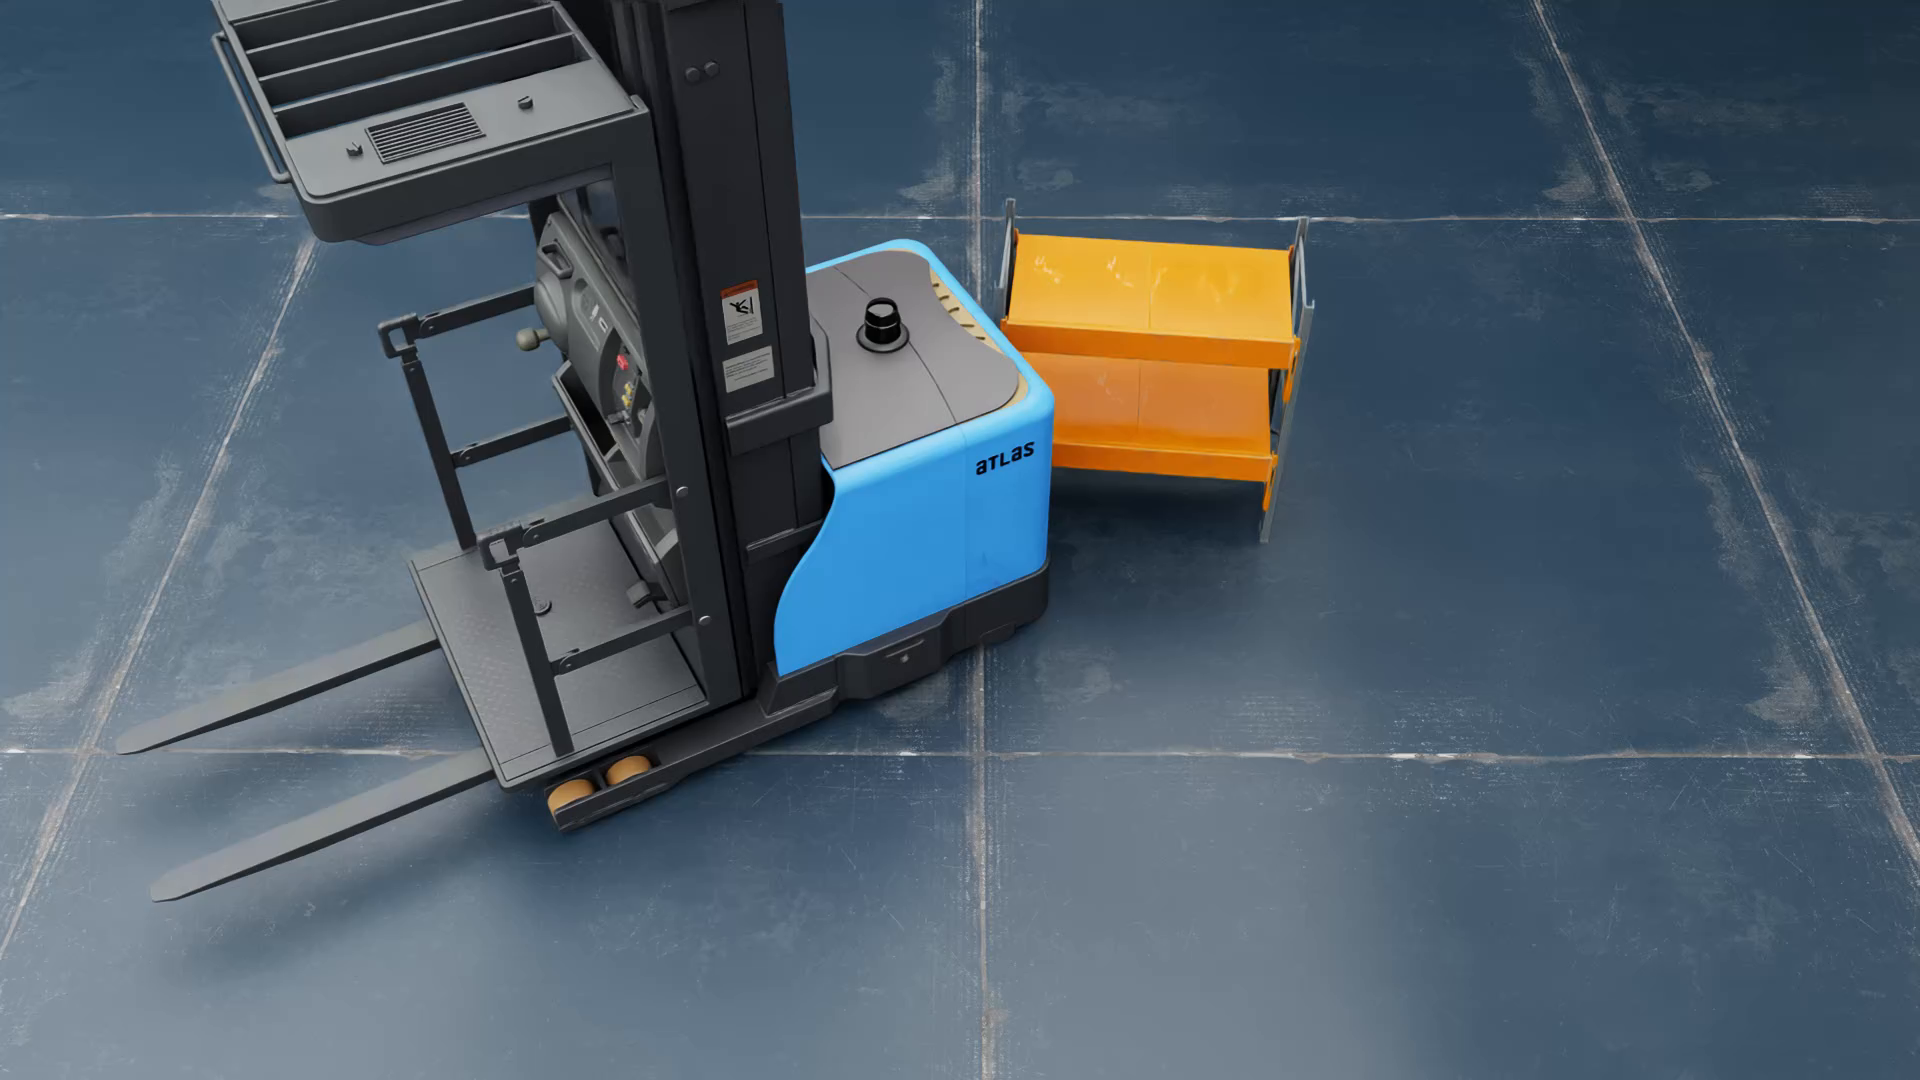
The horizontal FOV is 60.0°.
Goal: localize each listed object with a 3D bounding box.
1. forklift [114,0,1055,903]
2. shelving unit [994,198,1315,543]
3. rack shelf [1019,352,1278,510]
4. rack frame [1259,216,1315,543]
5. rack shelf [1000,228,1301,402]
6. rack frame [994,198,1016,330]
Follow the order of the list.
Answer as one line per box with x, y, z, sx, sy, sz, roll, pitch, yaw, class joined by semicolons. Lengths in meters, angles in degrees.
-1.229;-0.512;4.724;3.031;2.935;1.130;-22;51;-19;forklift
0.660;-0.594;6.034;1.048;1.125;0.538;4;47;4;shelving unit
0.660;-0.427;6.213;1.000;0.278;0.538;4;47;4;rack shelf
1.165;-0.556;5.999;0.032;1.125;0.500;4;47;4;rack frame
0.660;-0.793;5.820;1.000;0.278;0.538;4;47;4;rack shelf
0.154;-0.632;6.069;0.032;1.125;0.500;4;47;4;rack frame
